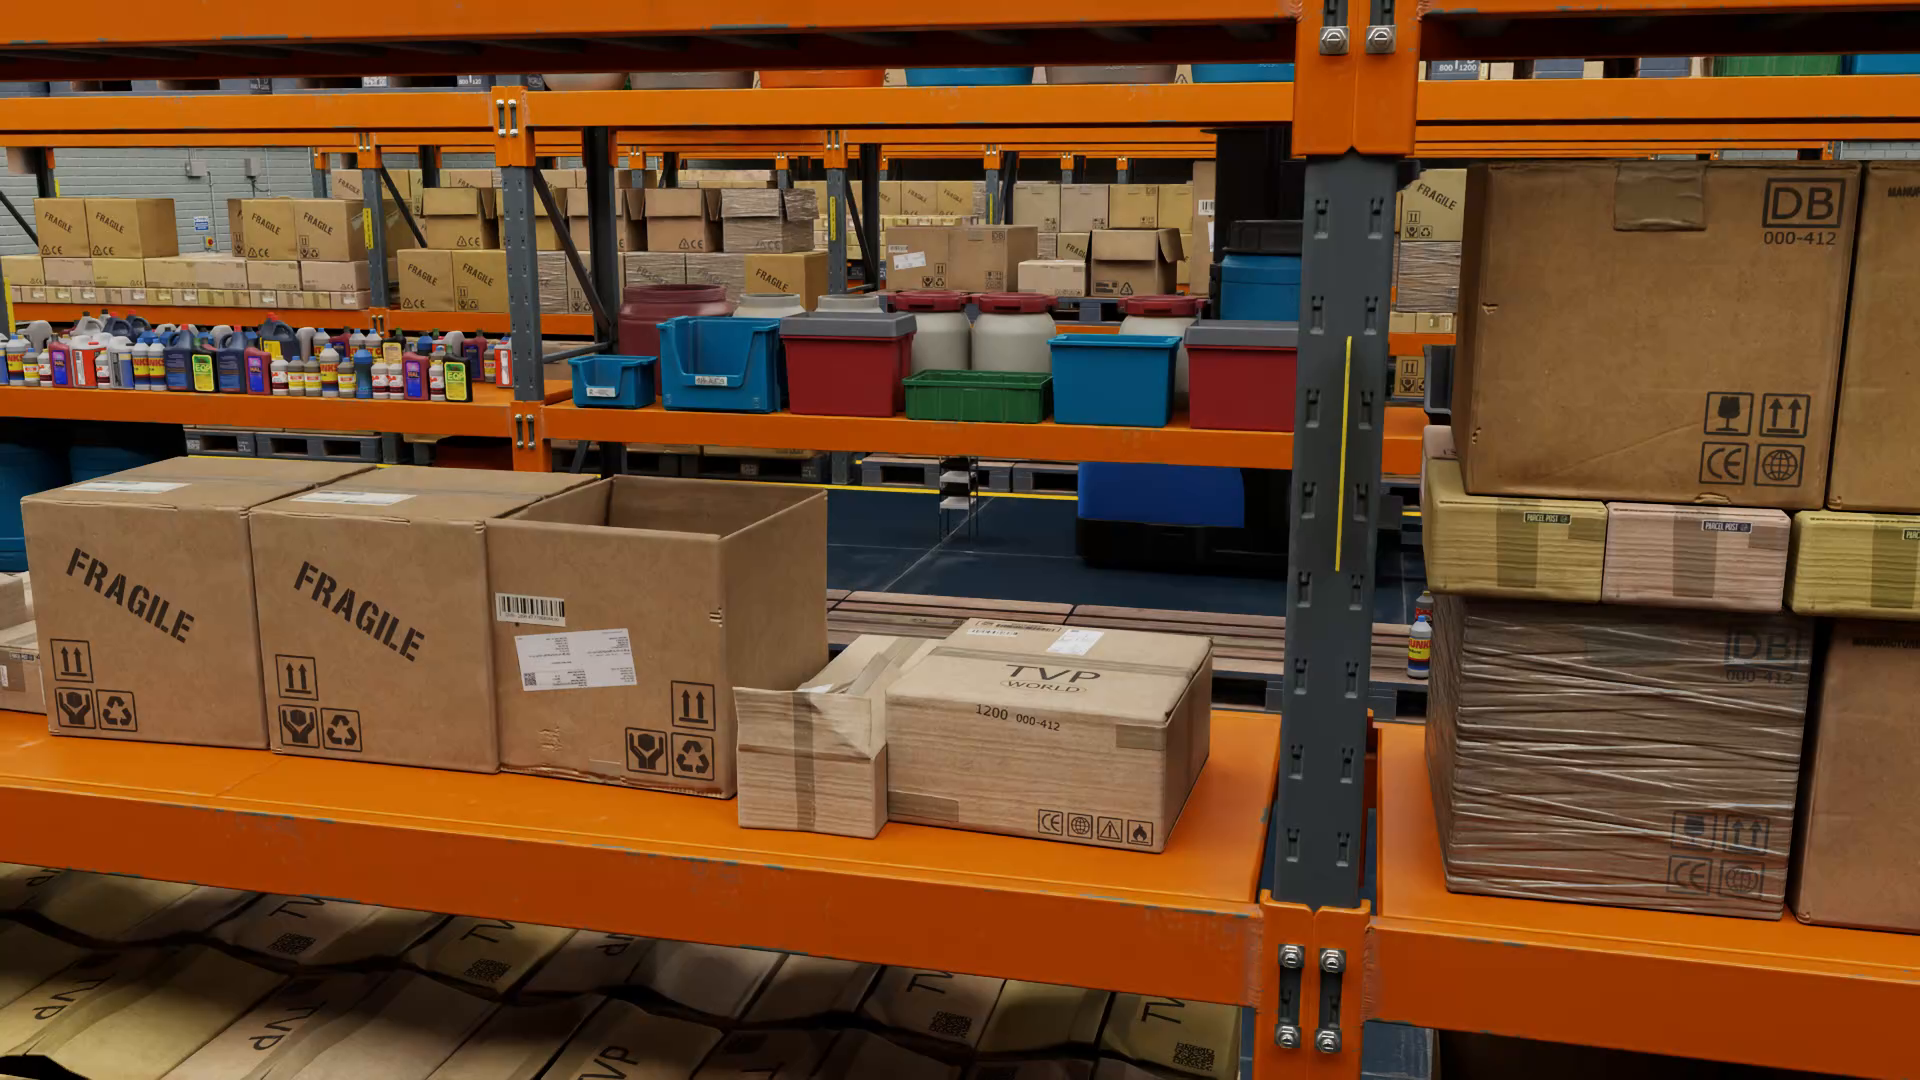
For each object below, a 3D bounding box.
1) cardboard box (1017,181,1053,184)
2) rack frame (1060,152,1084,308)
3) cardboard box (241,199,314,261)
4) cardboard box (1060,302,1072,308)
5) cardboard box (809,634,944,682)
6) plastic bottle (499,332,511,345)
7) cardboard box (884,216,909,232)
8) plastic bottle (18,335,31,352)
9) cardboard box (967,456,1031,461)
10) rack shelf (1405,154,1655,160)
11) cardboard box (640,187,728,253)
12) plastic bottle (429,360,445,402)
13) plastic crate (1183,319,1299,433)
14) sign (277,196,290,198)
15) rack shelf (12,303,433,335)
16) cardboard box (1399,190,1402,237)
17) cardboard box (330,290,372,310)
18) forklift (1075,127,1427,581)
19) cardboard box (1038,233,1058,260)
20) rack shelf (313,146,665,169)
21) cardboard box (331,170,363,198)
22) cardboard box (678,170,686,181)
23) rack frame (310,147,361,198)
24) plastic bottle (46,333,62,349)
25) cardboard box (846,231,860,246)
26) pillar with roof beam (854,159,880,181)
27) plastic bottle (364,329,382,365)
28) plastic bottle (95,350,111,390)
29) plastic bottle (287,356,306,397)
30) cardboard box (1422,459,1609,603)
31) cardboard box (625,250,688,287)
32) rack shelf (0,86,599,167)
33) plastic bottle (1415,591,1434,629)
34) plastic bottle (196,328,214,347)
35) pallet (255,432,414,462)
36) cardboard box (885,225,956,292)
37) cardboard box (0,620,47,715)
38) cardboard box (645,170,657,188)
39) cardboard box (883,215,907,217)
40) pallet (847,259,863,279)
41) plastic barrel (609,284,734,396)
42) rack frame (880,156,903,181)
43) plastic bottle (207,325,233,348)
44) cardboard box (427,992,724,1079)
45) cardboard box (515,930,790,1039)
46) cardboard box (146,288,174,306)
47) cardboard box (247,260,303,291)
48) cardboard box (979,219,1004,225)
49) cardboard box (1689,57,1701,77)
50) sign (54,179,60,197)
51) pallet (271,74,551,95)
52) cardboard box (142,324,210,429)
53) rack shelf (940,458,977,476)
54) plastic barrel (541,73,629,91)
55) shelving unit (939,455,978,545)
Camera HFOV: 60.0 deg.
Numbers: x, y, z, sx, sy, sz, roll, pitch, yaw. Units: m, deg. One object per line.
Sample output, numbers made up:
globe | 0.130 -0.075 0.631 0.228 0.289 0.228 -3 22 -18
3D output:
cardboard box | 0.971 -4.594 22.478 0.500 0.500 0.500 3 13 12
rack frame | 1.536 -4.086 22.724 0.127 3.000 1.000 3 13 14
cardboard box | -5.718 -2.642 14.144 0.500 0.500 0.500 3 13 14
cardboard box | 1.776 -4.119 27.677 0.500 0.500 0.500 3 13 13
cardboard box | -0.143 0.323 3.435 0.250 0.149 0.380 3 13 14
plastic bottle | -2.474 -1.000 9.111 0.097 0.271 0.097 0 13 0
cardboard box | -0.635 -3.368 17.728 0.250 0.149 0.380 3 13 15
plastic bottle | -5.460 -1.091 9.685 0.097 0.201 0.097 0 13 0
cardboard box | 0.358 -0.939 13.298 0.500 0.500 0.700 2 13 9
rack shelf | 8.547 -5.931 25.779 4.000 0.370 1.077 3 13 14
cardboard box | -2.176 -2.616 13.553 0.637 0.503 0.797 3 13 15
plastic bottle | -2.628 -0.804 8.392 0.097 0.201 0.097 0 13 0
plastic crate | 1.315 -0.745 7.517 0.583 0.464 0.402 3 13 14
sign | -11.280 -5.625 27.755 0.001 0.242 0.339 3 13 14
rack shelf | -6.664 -1.962 14.812 4.000 0.370 1.077 3 13 14
cardboard box | 3.548 -2.511 12.399 0.500 0.500 0.500 3 13 14
cardboard box | -5.096 -2.034 14.054 0.250 0.149 0.380 3 13 14
forklift | 2.303 -1.286 10.261 3.031 2.935 1.130 3 13 15
cardboard box | 0.819 -3.008 17.637 0.500 0.500 0.500 3 13 14
rack shelf | -5.377 -4.464 19.165 4.000 0.370 1.077 3 13 14
cardboard box | -6.947 -4.058 19.371 0.500 0.500 0.500 3 13 13
cardboard box | -3.949 -5.176 23.599 0.250 0.149 0.380 3 13 12
rack frame | -7.319 -3.455 19.879 0.127 3.000 1.000 3 13 14
plastic bottle | -5.329 -1.118 9.806 0.097 0.201 0.097 0 13 0
cardboard box | -1.140 -3.250 17.881 0.250 0.149 0.380 3 13 13
pillar with roof beam | -2.653 -7.586 24.652 0.400 9.000 9.100 3 13 14
plastic bottle | -3.277 -1.042 9.304 0.097 0.271 0.097 0 13 0
plastic bottle | -4.546 -0.907 8.854 0.097 0.201 0.097 0 13 0
plastic bottle | -3.419 -0.847 8.583 0.097 0.201 0.097 0 13 0
cardboard box | 0.882 -0.022 2.679 0.250 0.149 0.380 3 13 13
cardboard box | -2.364 -2.077 13.441 0.500 0.500 0.500 3 13 12
rack shelf | -3.967 -2.177 8.857 4.000 0.370 1.077 3 13 14
plastic bottle | 2.285 0.352 8.166 0.097 0.201 0.097 0 13 0
plastic bottle | -4.260 -1.061 9.388 0.097 0.271 0.097 0 13 0
pallet | -5.441 -0.904 14.820 1.213 0.211 1.003 3 13 14
cardboard box | -0.305 -2.236 13.186 0.500 0.500 0.500 1 13 7
cardboard box | -1.964 0.258 3.724 0.250 0.149 0.380 4 13 18
cardboard box | -3.815 -4.004 19.129 0.500 0.500 0.500 3 13 15
cardboard box | -0.710 -3.518 18.402 0.250 0.149 0.380 3 13 11
pallet | -1.484 -3.040 18.453 1.213 0.211 1.003 3 13 14
plastic barrel | -1.502 -1.066 8.800 0.708 0.536 0.600 3 13 14
rack frame | -1.162 -5.337 28.365 0.127 3.000 1.000 3 13 14
plastic bottle | -4.248 -1.091 9.510 0.135 0.276 0.152 3 13 14
cardboard box | -0.784 1.140 3.256 0.500 0.311 0.500 3 13 13
cardboard box | -0.661 1.025 3.773 0.500 0.311 0.500 3 13 12
cardboard box | -6.846 -2.127 14.475 0.250 0.149 0.380 3 13 12
cardboard box | -5.716 -2.275 14.224 0.500 0.250 0.500 3 13 15
cardboard box | 0.506 -4.254 22.675 0.500 0.250 0.500 3 13 12
cardboard box | 5.068 -3.214 11.296 0.250 0.149 0.380 2 13 11
sign | -8.462 -3.211 15.562 0.005 0.325 0.100 3 13 14
pallet | -2.744 -2.393 8.603 1.213 0.211 1.003 3 13 14
cardboard box | -7.081 -1.521 15.100 0.875 0.875 0.875 3 13 14
rack shelf | -0.008 -0.495 11.126 0.200 0.077 0.258 3 13 14
plastic barrel | -1.797 -2.399 7.936 0.421 0.512 0.421 0 13 0
shelving unit | -0.008 -0.440 11.138 0.210 0.900 0.258 3 13 14
